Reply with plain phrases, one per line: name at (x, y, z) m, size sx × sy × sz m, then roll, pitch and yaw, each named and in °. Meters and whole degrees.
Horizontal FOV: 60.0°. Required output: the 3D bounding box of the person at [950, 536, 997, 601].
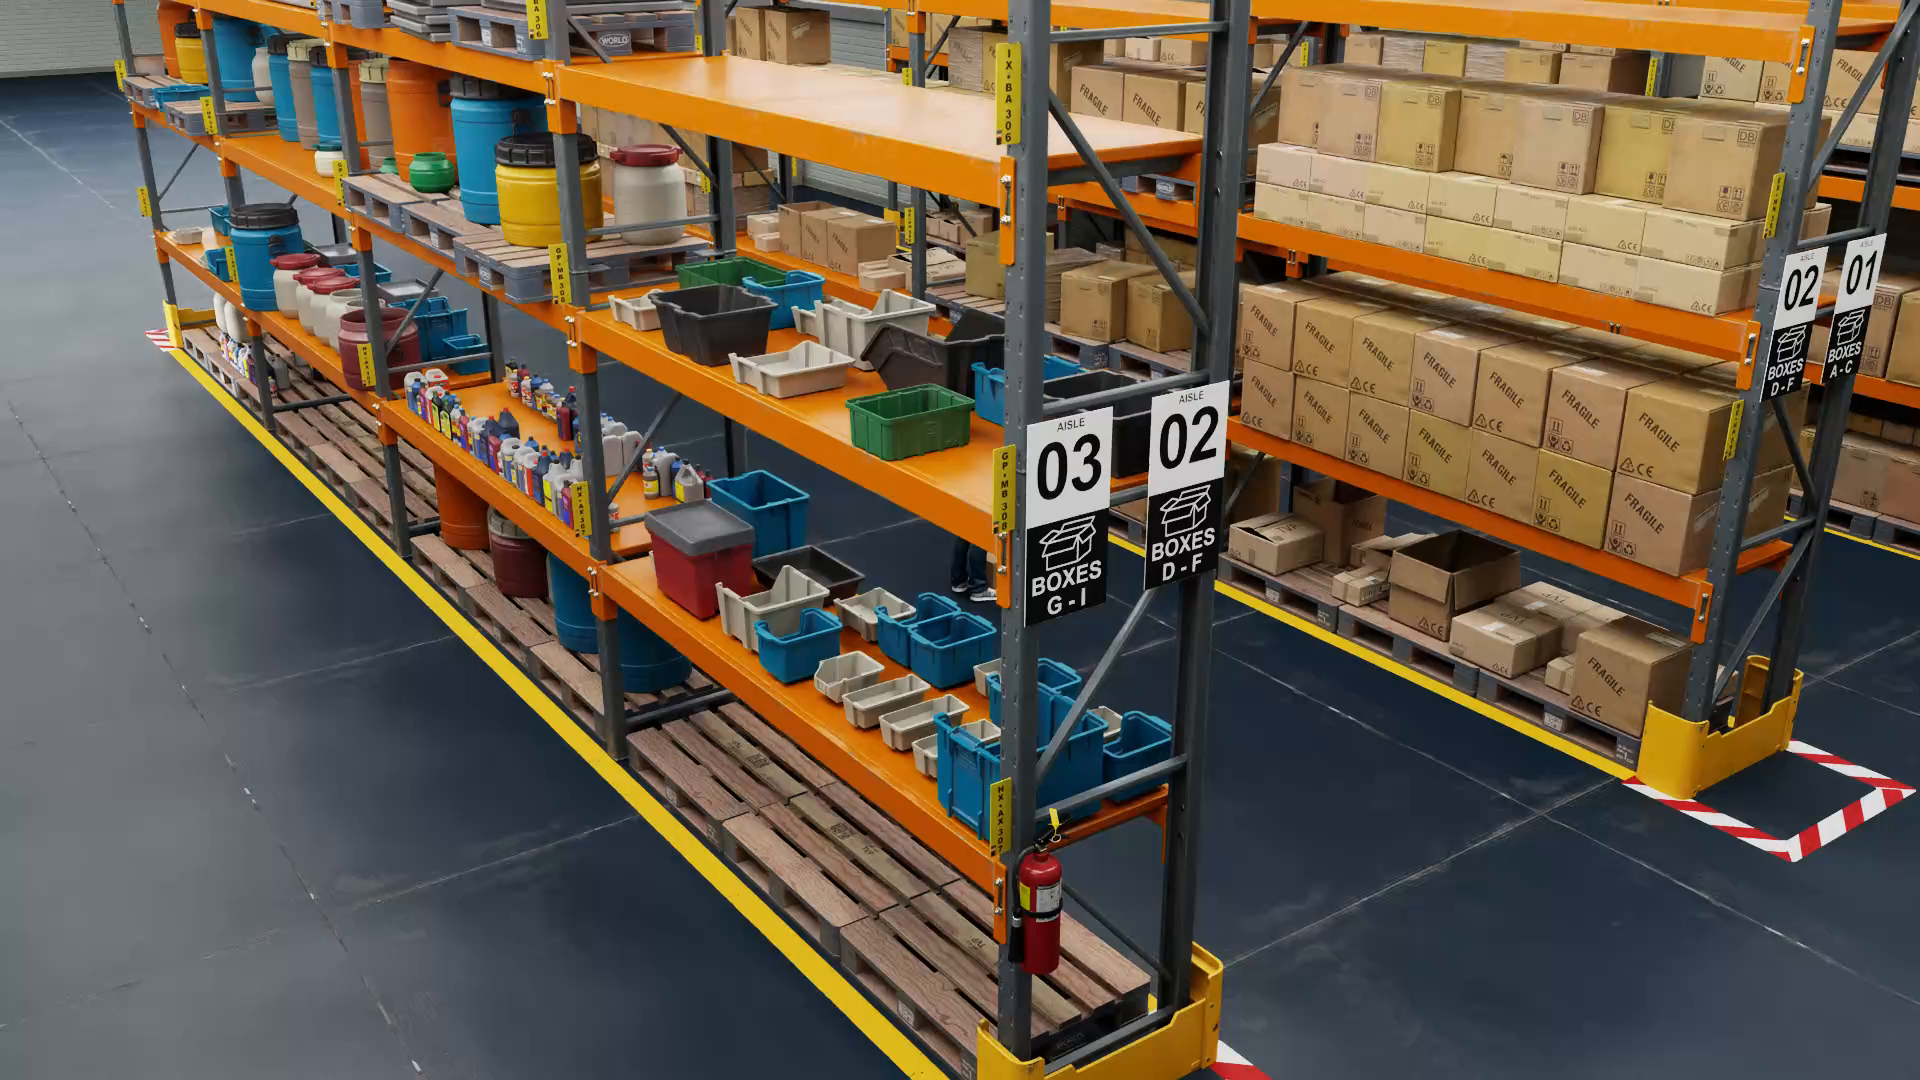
person at (0.085, -0.342, 12.238) m, size 0.348 × 1.592 × 0.476 m, roll -16°, pitch 27°, yaw -34°
